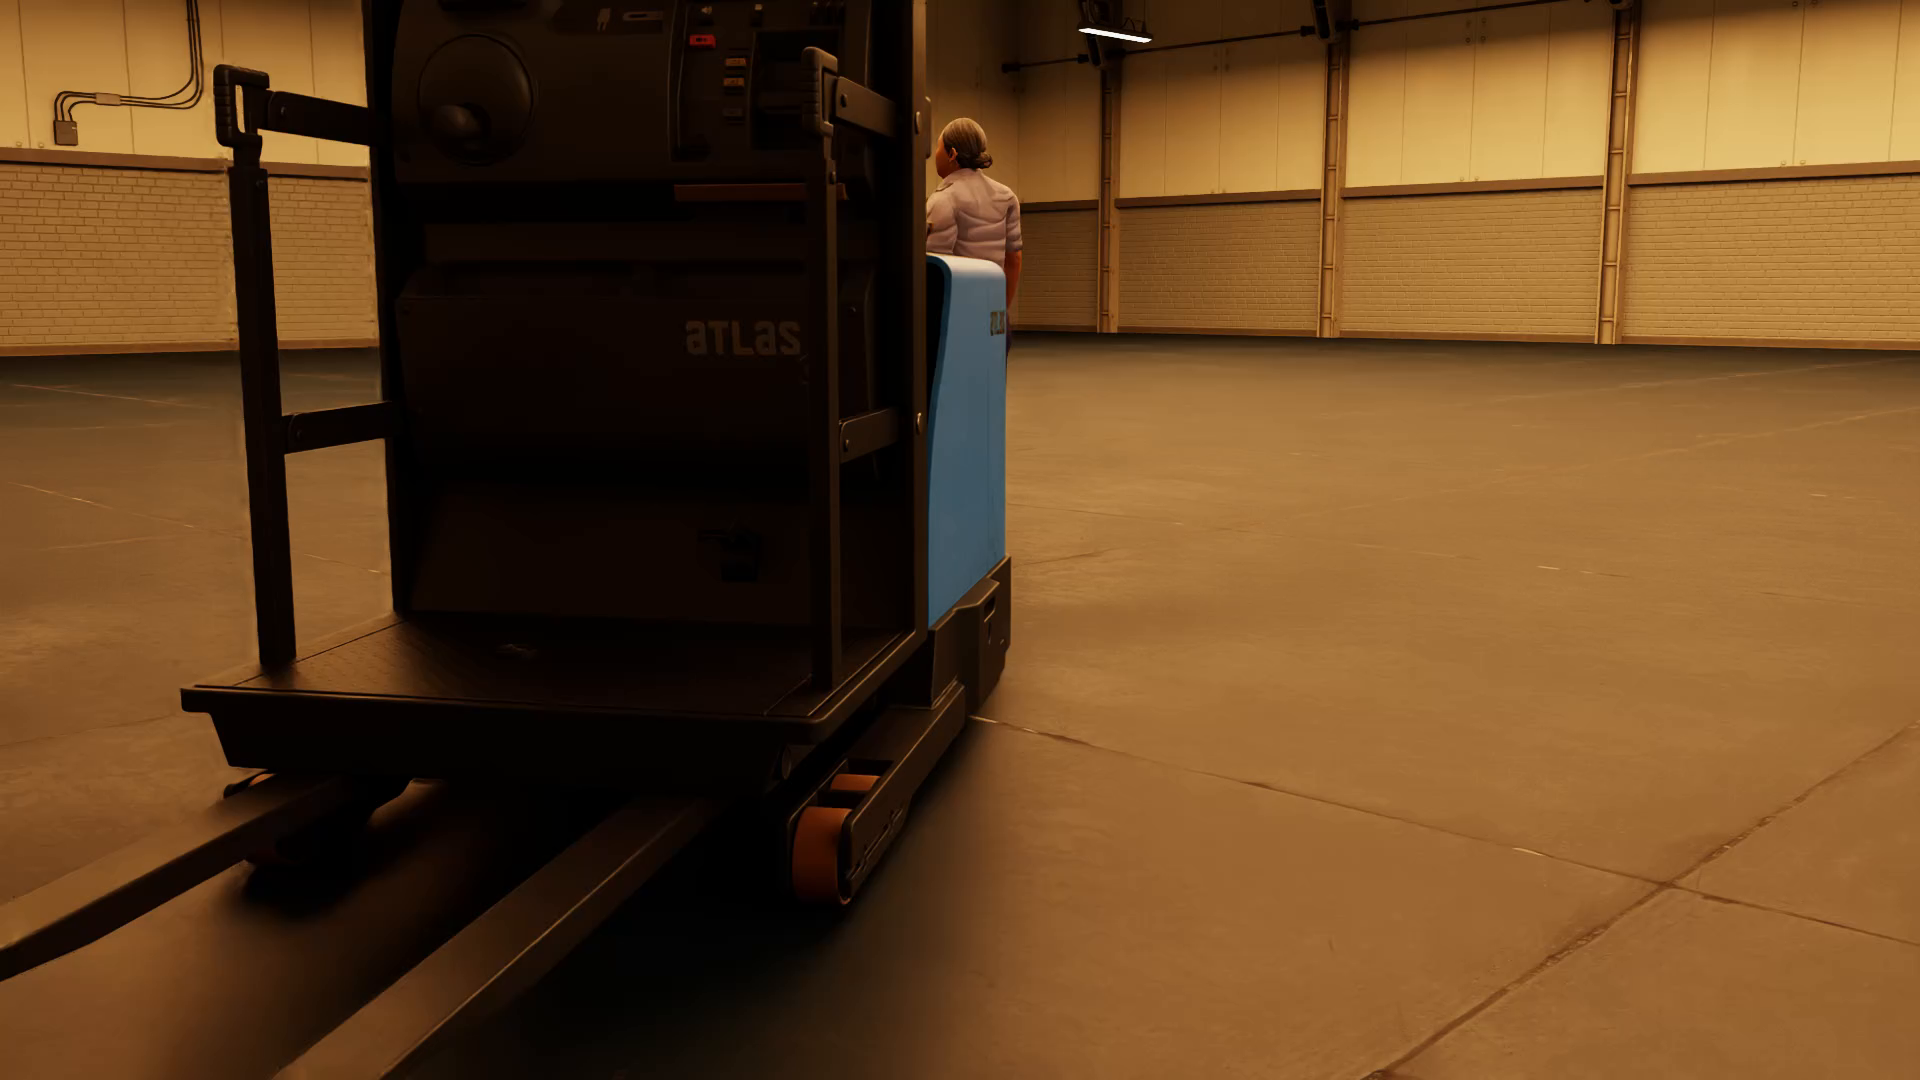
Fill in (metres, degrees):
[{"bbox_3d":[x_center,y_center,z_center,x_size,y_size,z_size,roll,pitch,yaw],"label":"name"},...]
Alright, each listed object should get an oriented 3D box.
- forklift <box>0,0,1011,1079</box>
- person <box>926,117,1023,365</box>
[{"bbox_3d":[-0.653,-0.907,2.896,1.130,2.935,3.031,2,9,11],"label":"forklift"},{"bbox_3d":[-0.049,-0.828,6.673,0.502,1.640,0.598,8,12,43],"label":"person"}]
